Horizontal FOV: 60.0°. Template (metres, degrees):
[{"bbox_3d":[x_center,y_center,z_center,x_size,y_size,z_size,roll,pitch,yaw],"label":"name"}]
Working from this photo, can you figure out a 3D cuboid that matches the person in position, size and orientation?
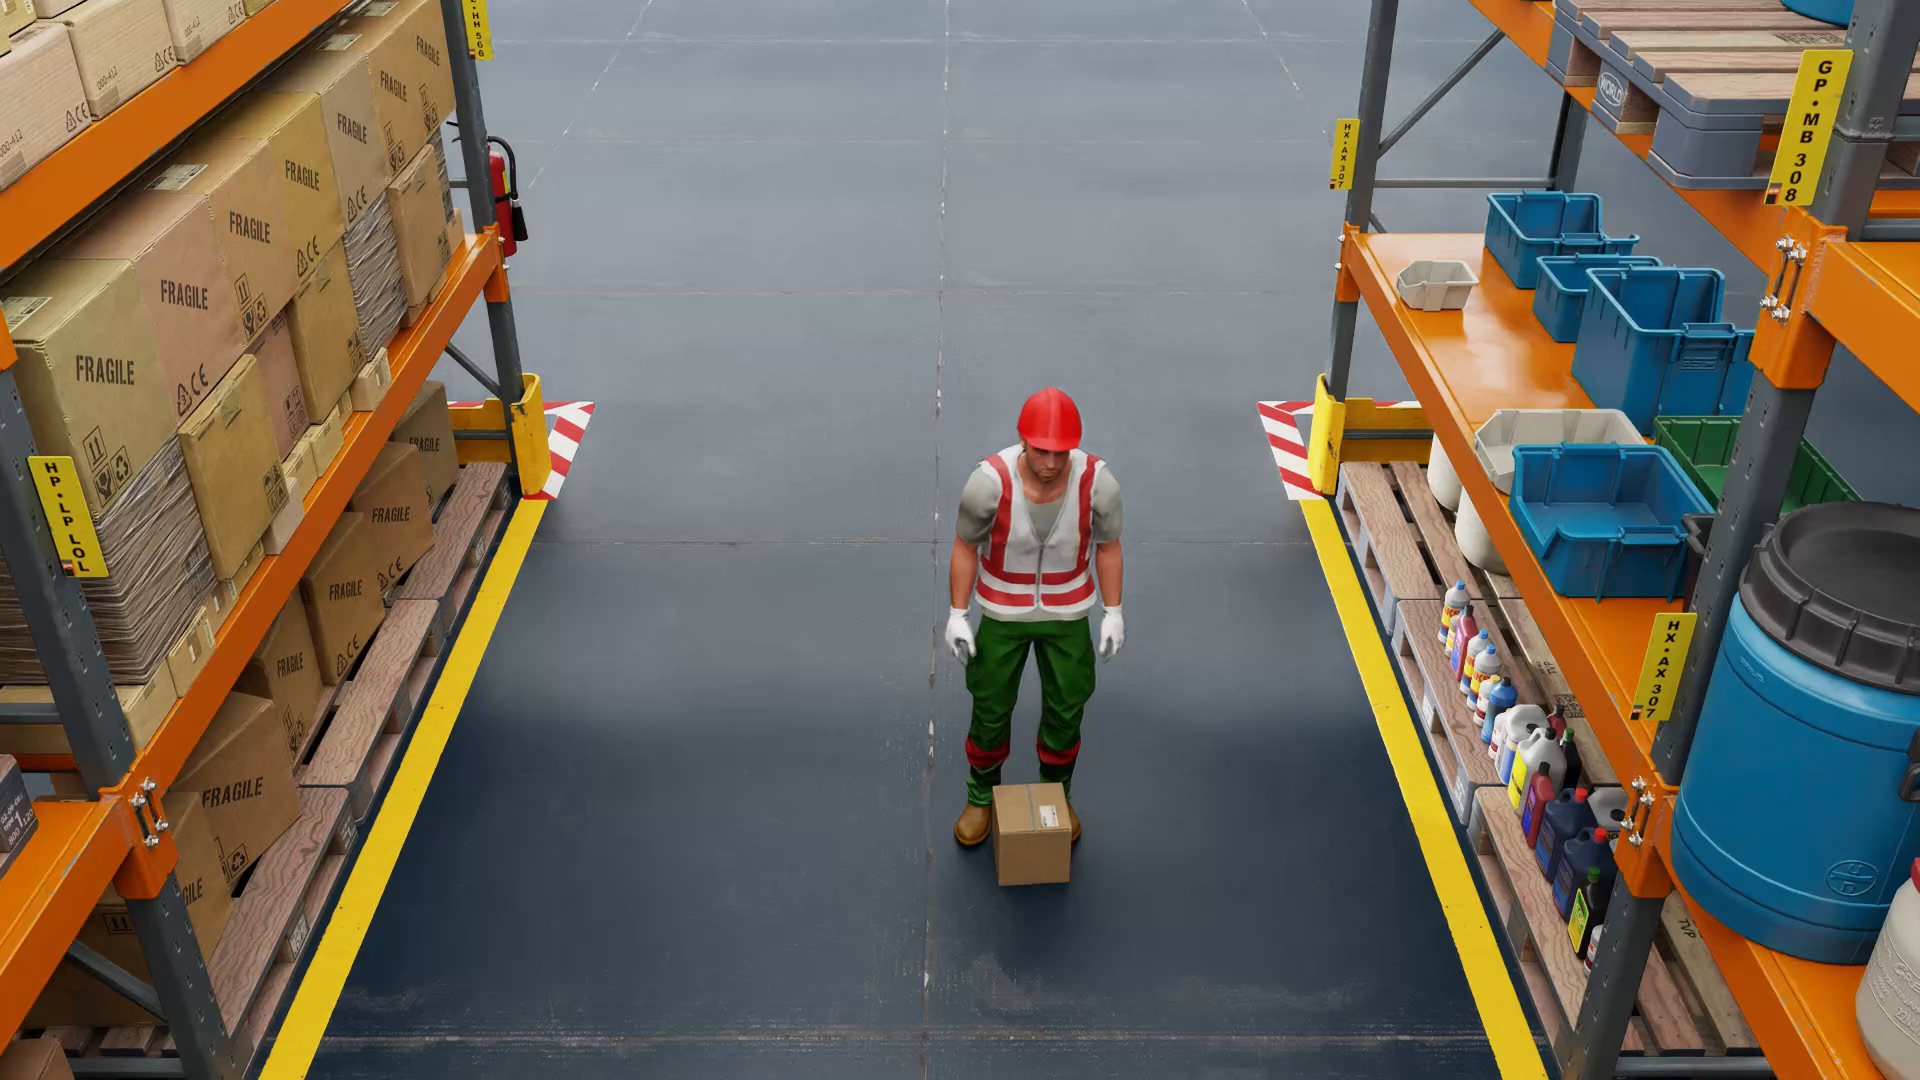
[{"bbox_3d":[0.258,0.270,5.674,0.621,1.779,0.453,-1,31,-2],"label":"person"}]
